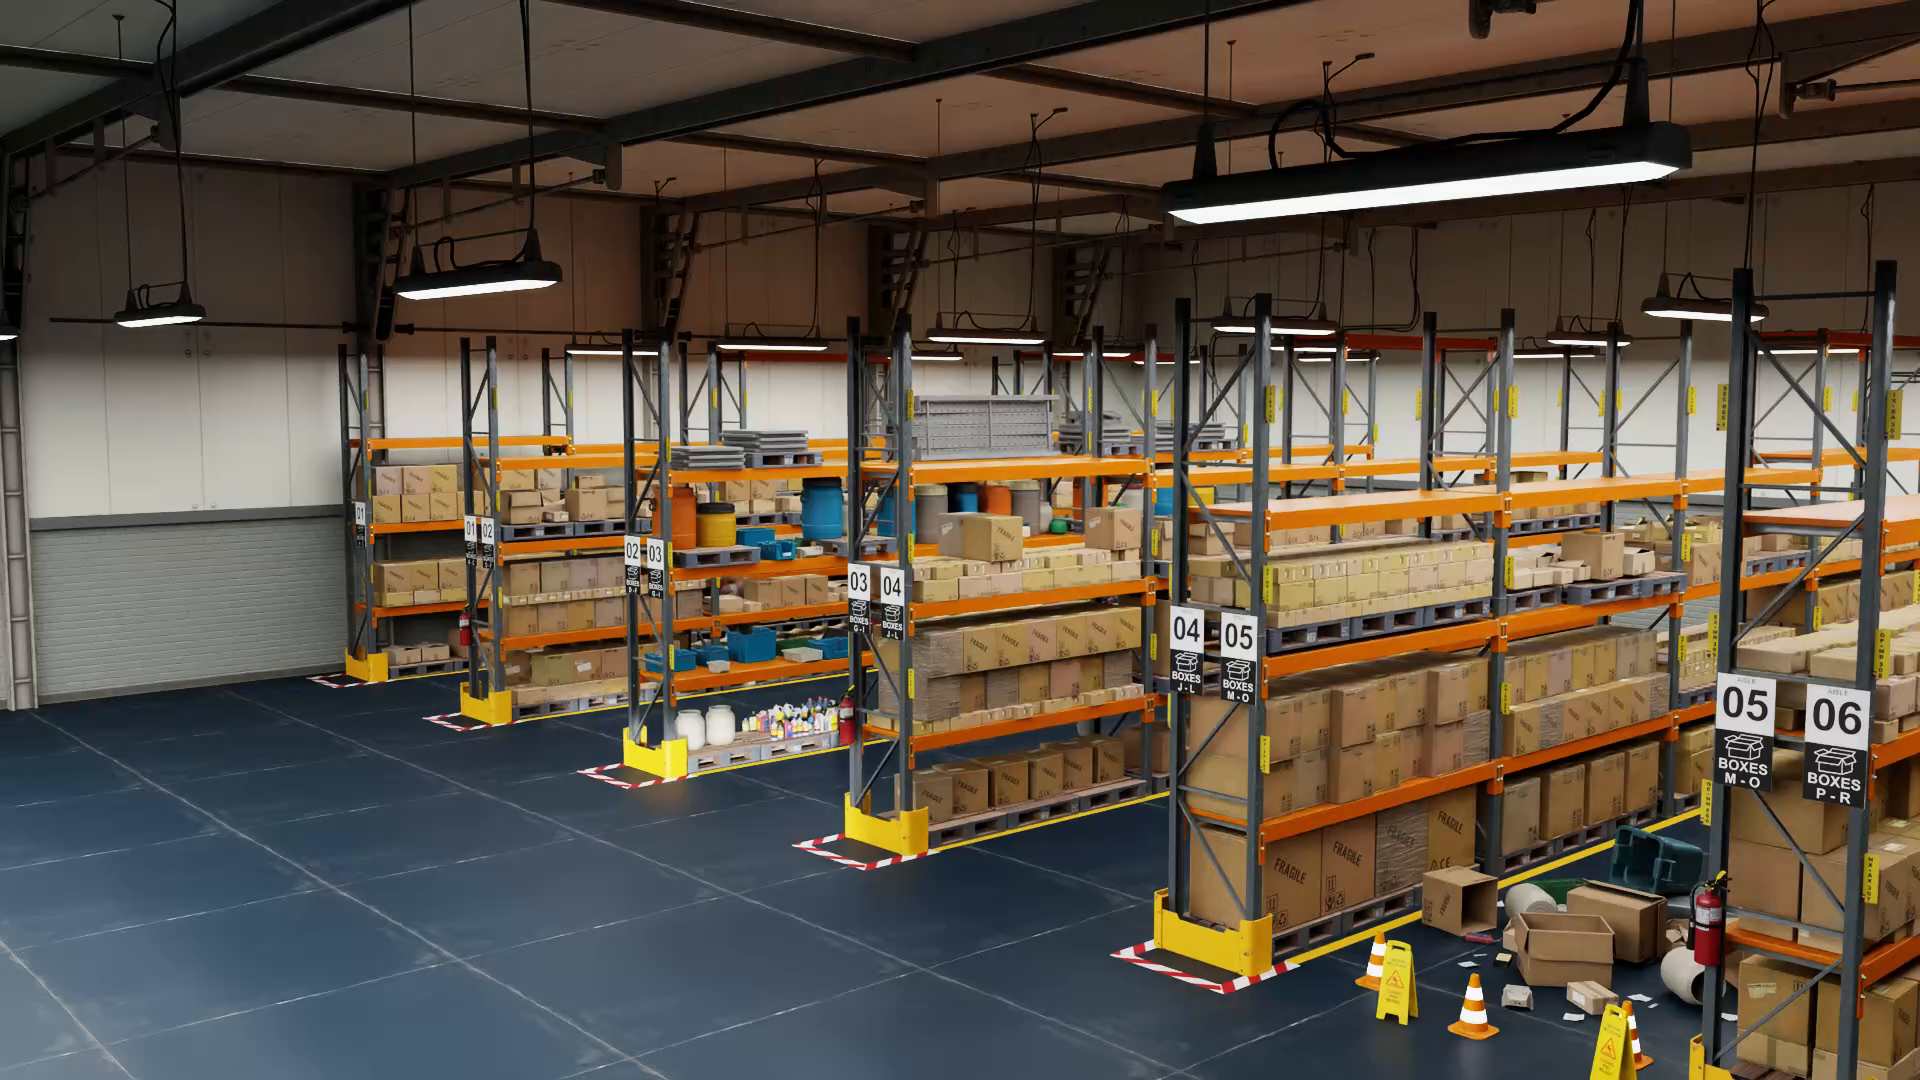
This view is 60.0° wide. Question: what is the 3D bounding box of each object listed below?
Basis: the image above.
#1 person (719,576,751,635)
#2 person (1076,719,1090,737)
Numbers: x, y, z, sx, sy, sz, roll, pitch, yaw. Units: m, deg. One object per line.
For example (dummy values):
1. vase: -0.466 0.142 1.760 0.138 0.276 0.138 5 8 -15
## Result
1. person: -4.232 1.474 31.730 0.712 1.815 0.426 -1 5 -12
2. person: 1.739 2.255 23.211 0.407 1.727 0.456 2 6 23
